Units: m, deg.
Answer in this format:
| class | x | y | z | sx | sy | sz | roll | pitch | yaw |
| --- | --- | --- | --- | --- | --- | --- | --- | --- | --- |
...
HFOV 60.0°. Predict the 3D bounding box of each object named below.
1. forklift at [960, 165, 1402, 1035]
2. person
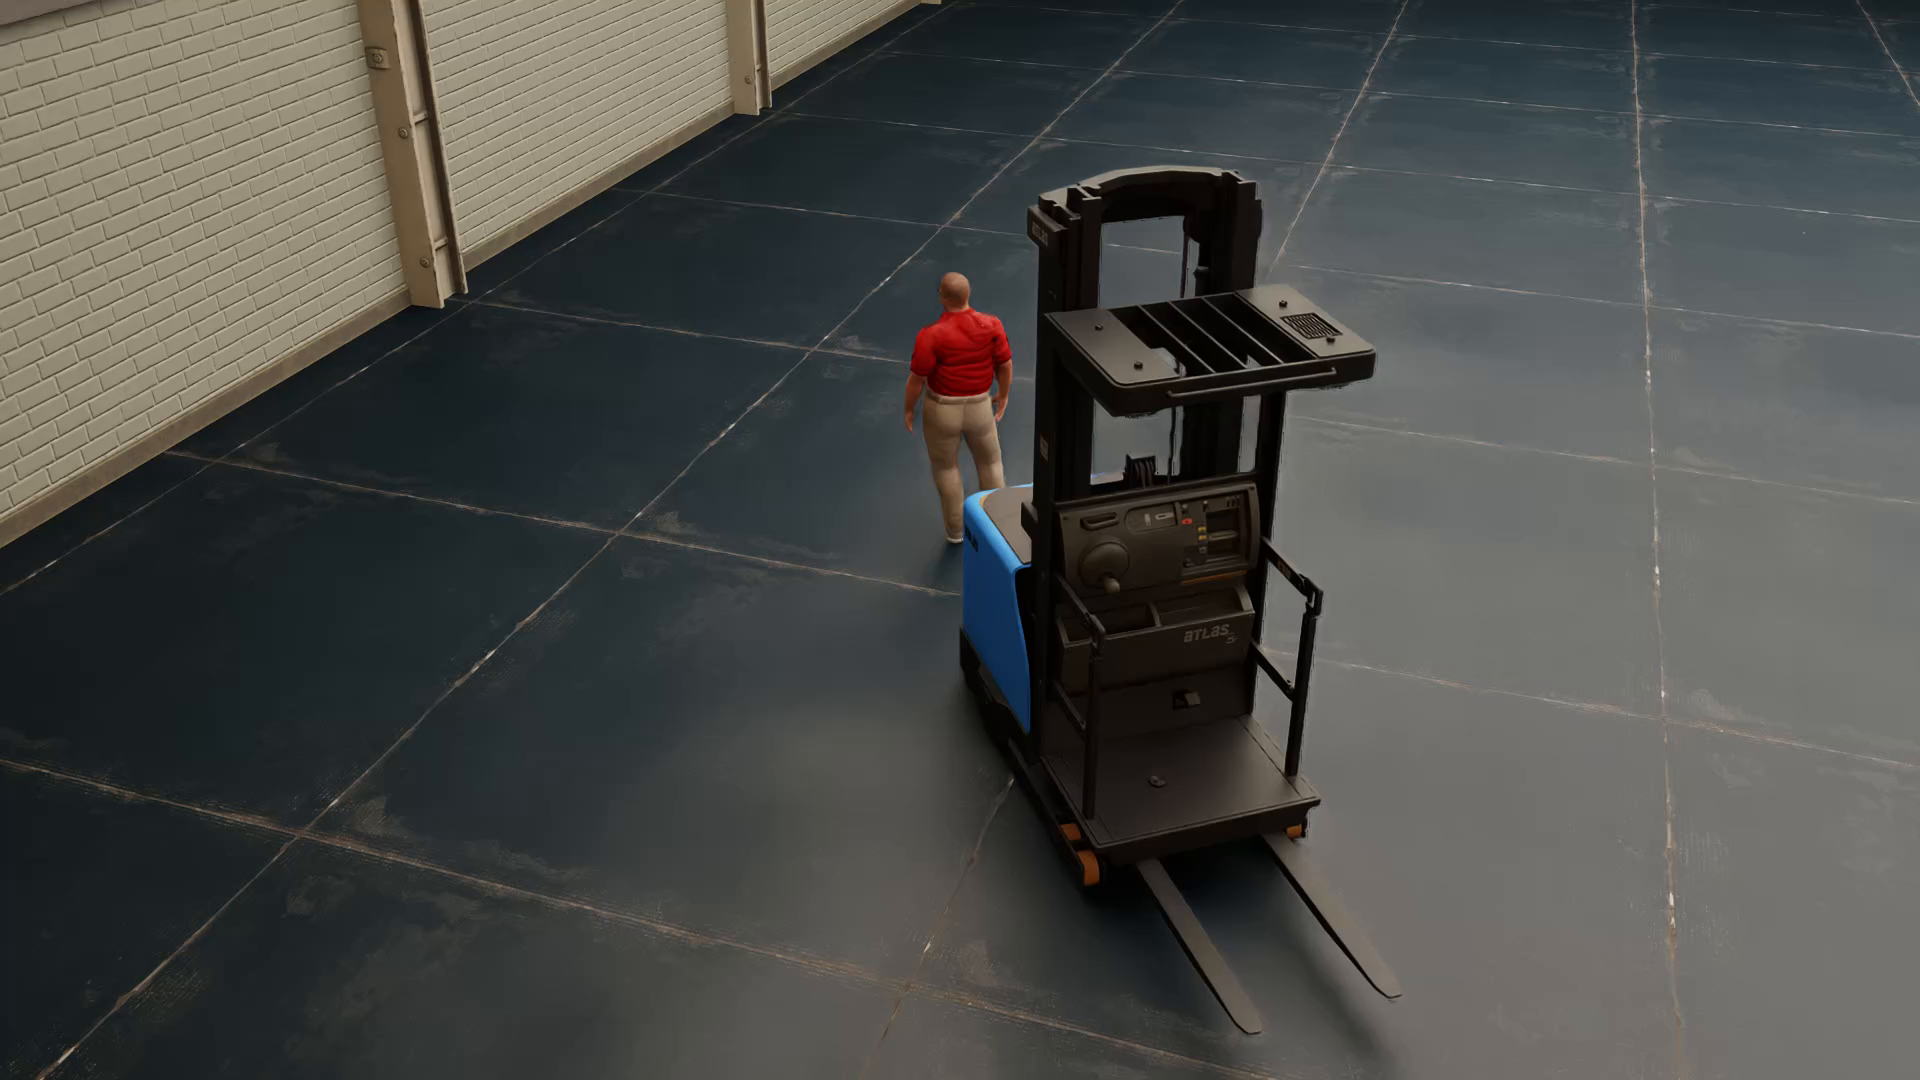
| class | x | y | z | sx | sy | sz | roll | pitch | yaw |
| --- | --- | --- | --- | --- | --- | --- | --- | --- | --- |
| forklift | 0.944 | 0.042 | 7.062 | 1.130 | 2.935 | 3.031 | -9 | 31 | -16 |
| person | 0.030 | -0.777 | 9.720 | 0.743 | 1.727 | 0.421 | -9 | 31 | -15 |
